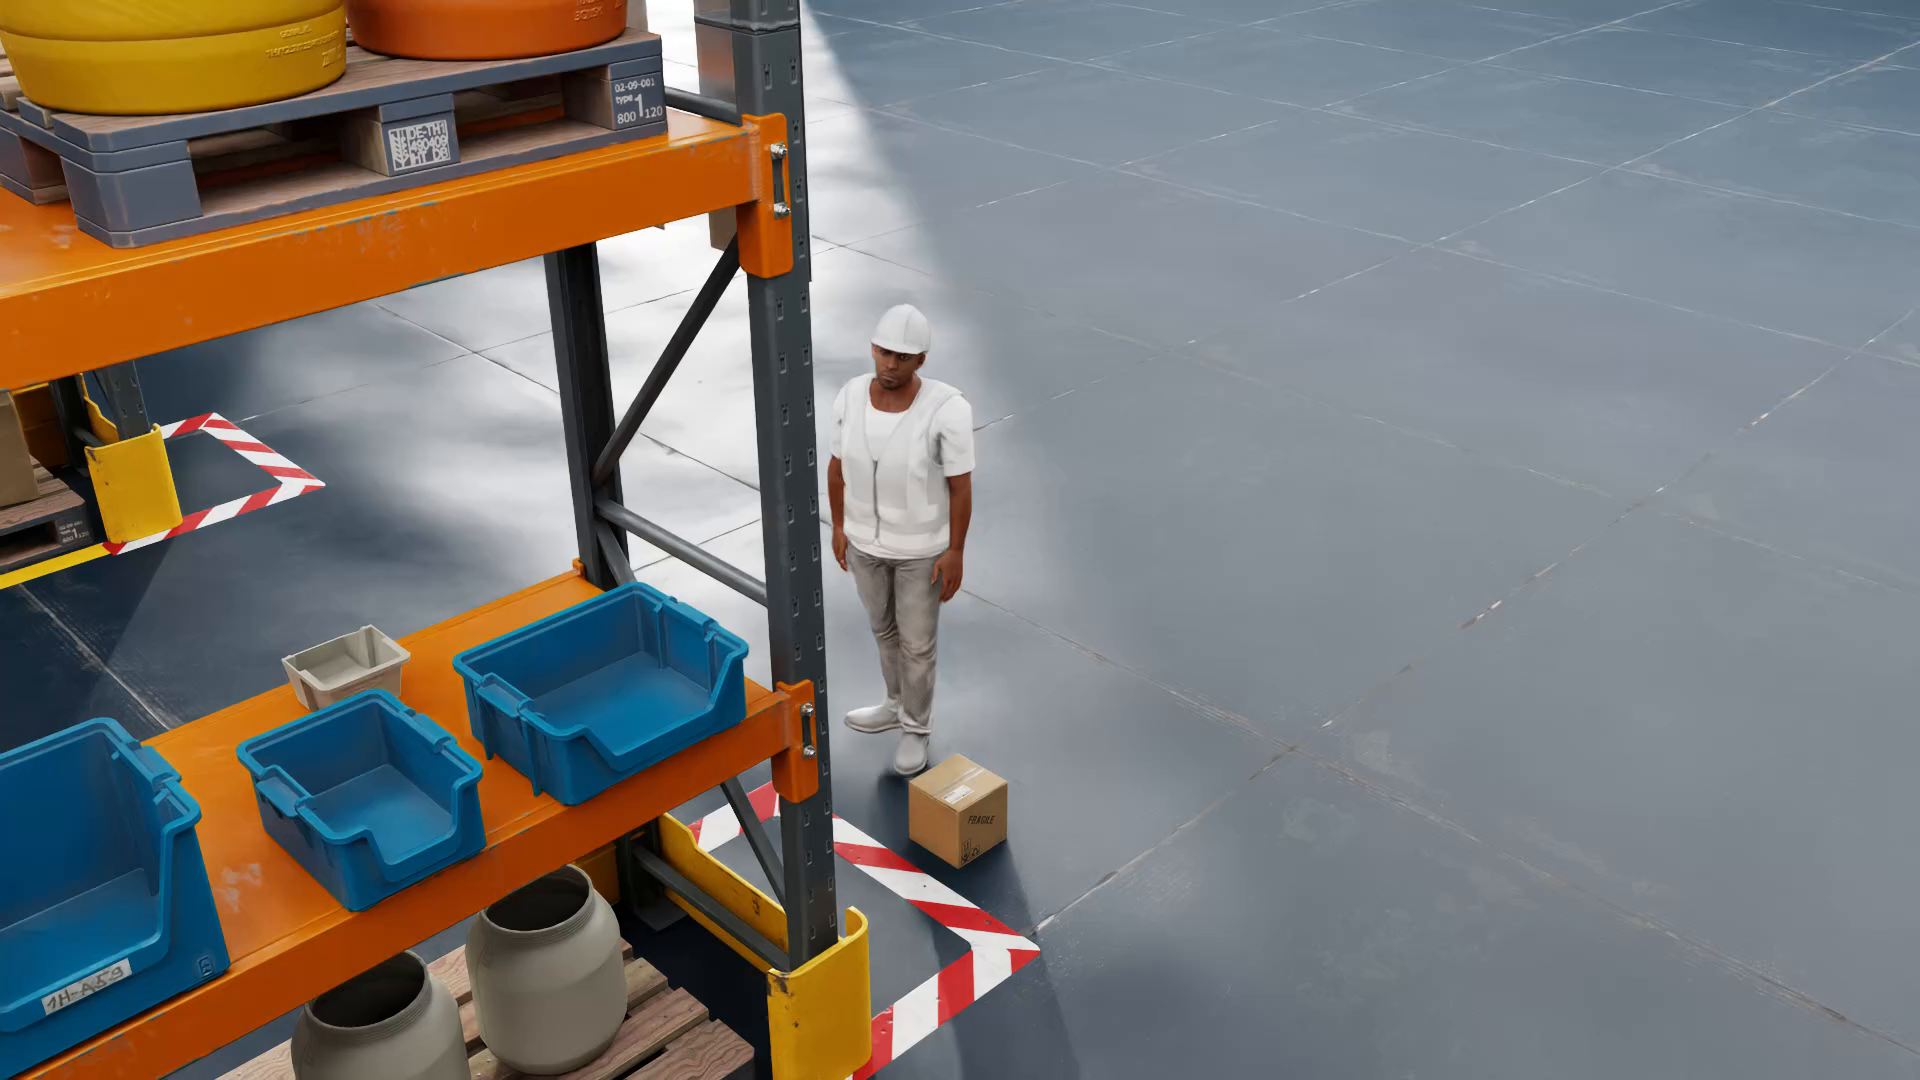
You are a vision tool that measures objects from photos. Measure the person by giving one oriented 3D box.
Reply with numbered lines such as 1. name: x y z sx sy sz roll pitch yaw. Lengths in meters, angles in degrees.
1. person: -0.248 0.002 6.047 0.585 1.769 0.404 15 31 26
